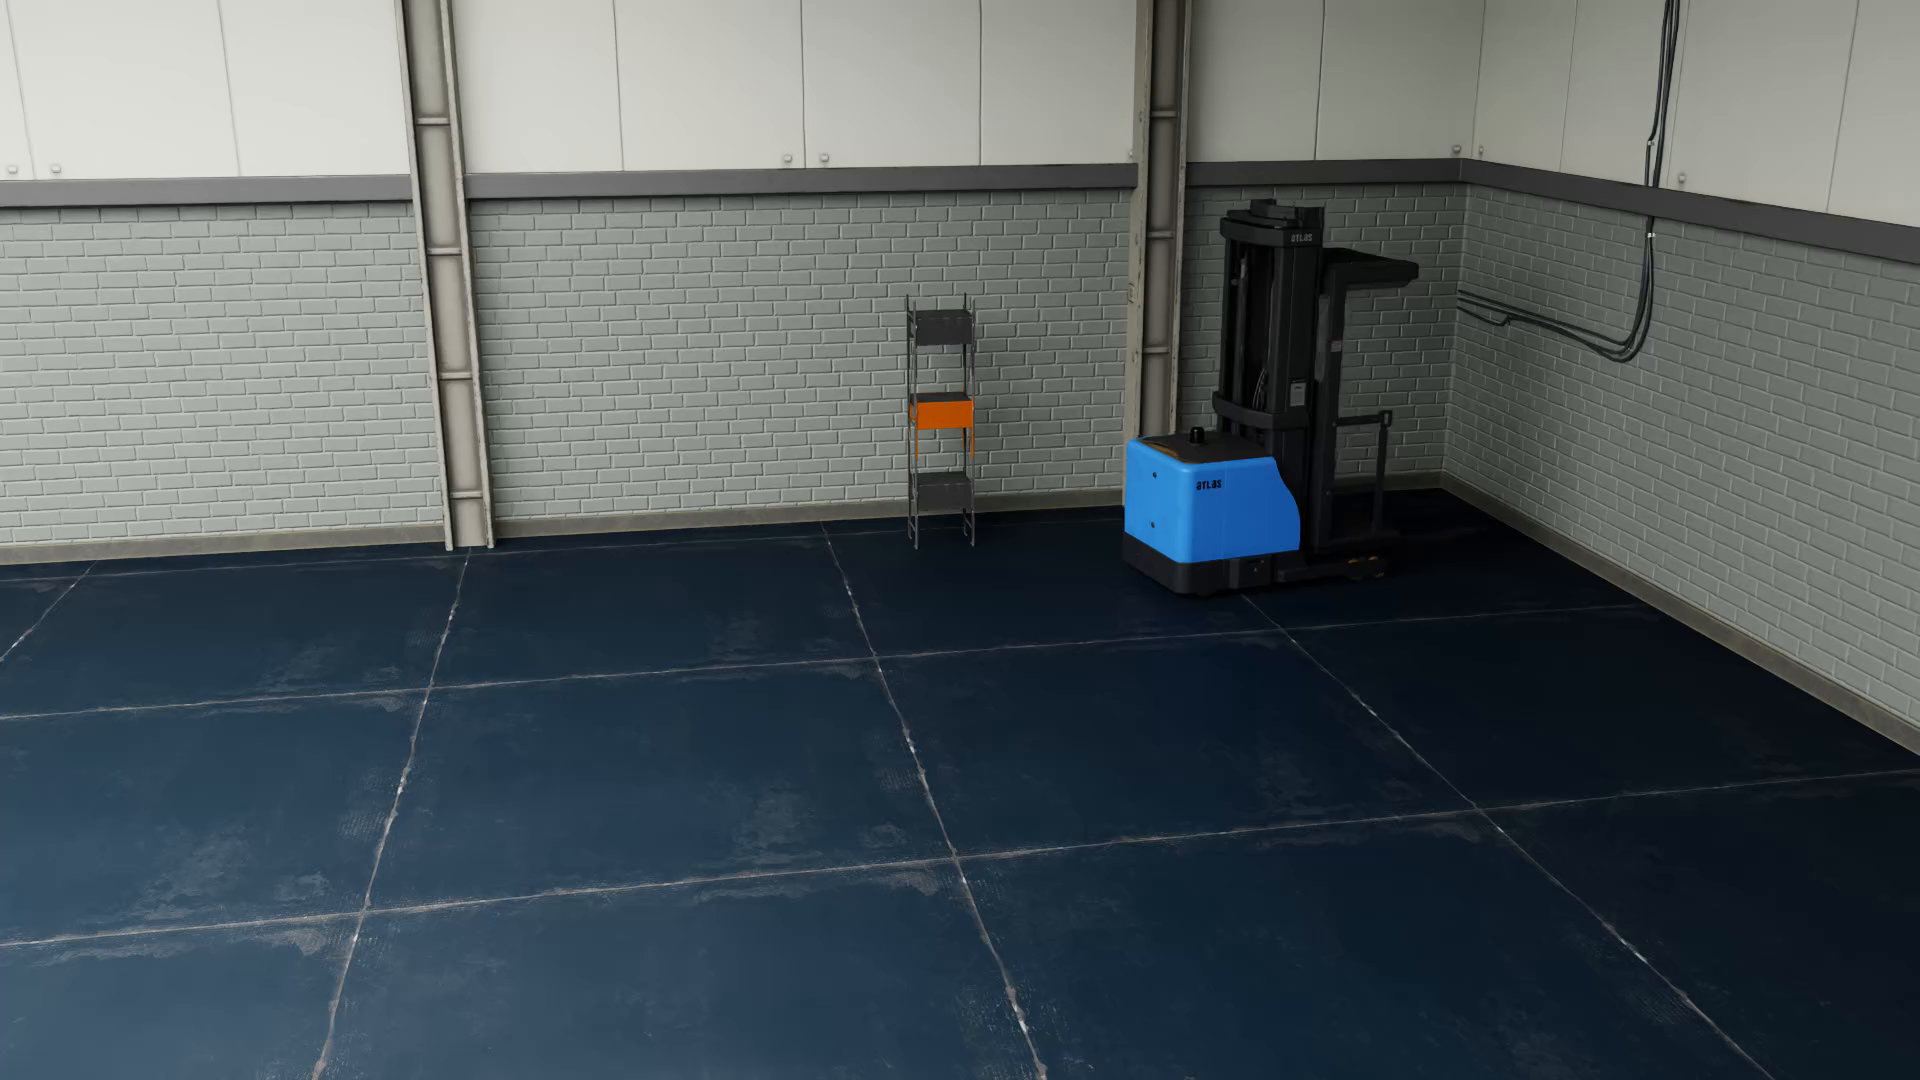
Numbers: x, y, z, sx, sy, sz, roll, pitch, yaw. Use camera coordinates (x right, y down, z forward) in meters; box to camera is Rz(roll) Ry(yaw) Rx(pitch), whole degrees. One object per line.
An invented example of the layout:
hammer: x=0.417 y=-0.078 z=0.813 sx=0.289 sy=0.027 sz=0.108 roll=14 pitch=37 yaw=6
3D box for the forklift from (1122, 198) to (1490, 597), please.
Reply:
forklift: x=2.890 y=-1.216 z=13.279 sx=3.031 sy=2.935 sz=1.130 roll=-7 pitch=18 yaw=-20

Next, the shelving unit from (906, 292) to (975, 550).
shelving unit: x=-0.162 y=-0.995 z=13.973 sx=0.503 sy=2.100 sz=0.431 roll=-3 pitch=17 yaw=-10

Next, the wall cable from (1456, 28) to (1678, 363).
wall cable: x=4.864 y=-2.902 z=13.722 sx=0.112 sy=2.526 sz=3.097 roll=-3 pitch=17 yaw=-10

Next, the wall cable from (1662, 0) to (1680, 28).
wall cable: x=5.378 y=-4.536 z=10.442 sx=0.112 sy=2.526 sz=3.097 roll=-3 pitch=17 yaw=-10

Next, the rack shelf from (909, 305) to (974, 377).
rack shelf: x=-0.162 y=-1.651 z=13.772 sx=0.480 sy=0.518 sz=0.431 roll=-3 pitch=17 yaw=-10

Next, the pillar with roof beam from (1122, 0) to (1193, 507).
pillar with roof beam: x=2.538 y=-3.363 z=9.933 sx=0.400 sy=9.000 sz=9.100 roll=-3 pitch=17 yaw=-10

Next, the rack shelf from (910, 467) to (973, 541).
rack shelf: x=-0.163 y=-0.312 z=14.183 sx=0.480 sy=0.518 sz=0.431 roll=-3 pitch=17 yaw=-10

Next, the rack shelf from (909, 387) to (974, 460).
rack shelf: x=-0.162 y=-0.981 z=13.977 sx=0.480 sy=0.518 sz=0.431 roll=-3 pitch=17 yaw=-10

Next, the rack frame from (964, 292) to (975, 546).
rack frame: x=0.077 y=-1.008 z=14.018 sx=0.015 sy=2.100 sz=0.400 roll=-3 pitch=17 yaw=-10

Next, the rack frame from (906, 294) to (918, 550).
rack frame: x=-0.402 y=-0.981 z=13.929 sx=0.015 sy=2.100 sz=0.400 roll=-3 pitch=17 yaw=-10

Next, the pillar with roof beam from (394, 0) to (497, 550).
pillar with roof beam: x=-3.353 y=-3.028 z=8.845 sx=0.400 sy=9.000 sz=9.100 roll=-3 pitch=17 yaw=-10
